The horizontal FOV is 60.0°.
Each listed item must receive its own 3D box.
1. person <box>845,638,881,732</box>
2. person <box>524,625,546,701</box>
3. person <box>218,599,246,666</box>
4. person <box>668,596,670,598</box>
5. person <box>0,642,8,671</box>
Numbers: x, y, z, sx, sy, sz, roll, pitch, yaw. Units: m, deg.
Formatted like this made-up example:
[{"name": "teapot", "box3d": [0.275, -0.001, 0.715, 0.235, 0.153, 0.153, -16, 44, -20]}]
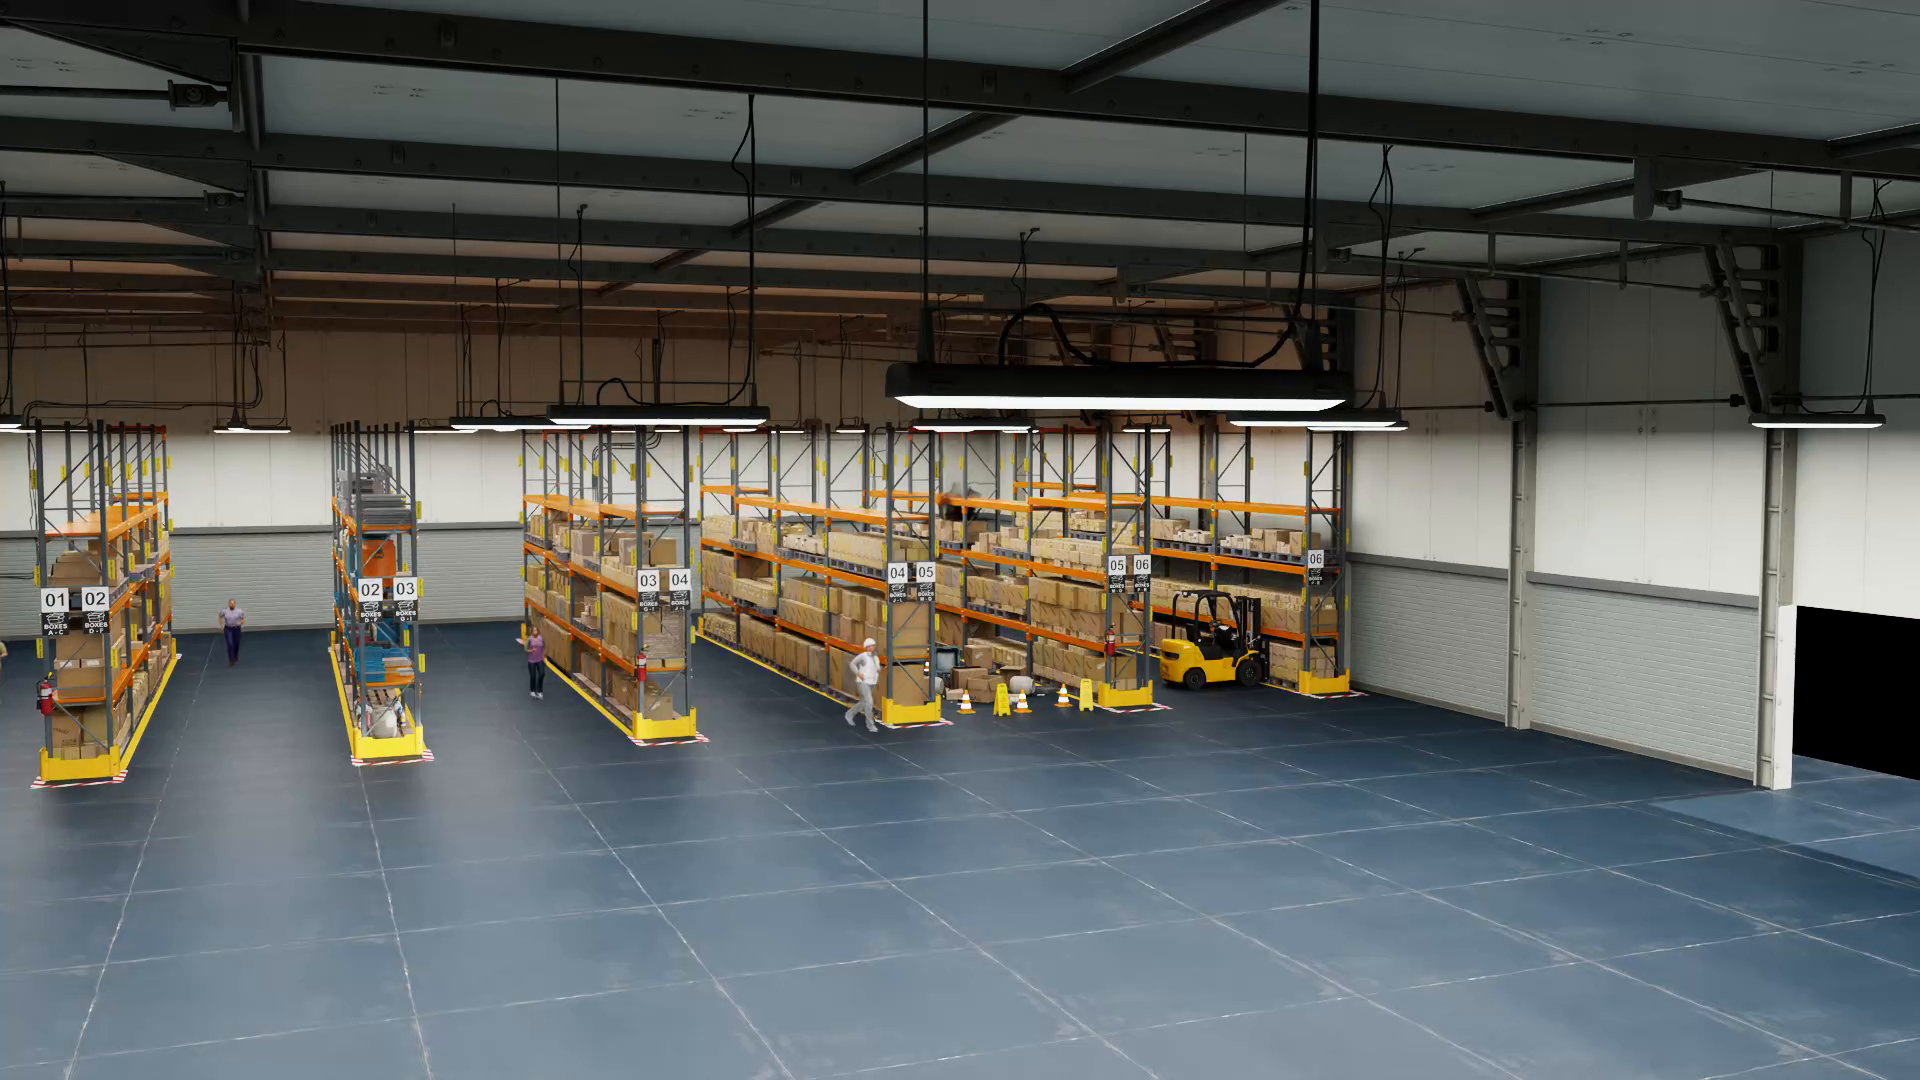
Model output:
[{"name": "person", "box3d": [-1.823, 2.815, 32.585, 0.892, 1.786, 0.660, 3, 4, 35]}, {"name": "person", "box3d": [-9.200, 2.671, 36.093, 0.514, 1.631, 0.653, -2, 4, -25]}, {"name": "person", "box3d": [-18.225, 2.296, 41.635, 0.607, 1.650, 0.827, -2, 4, -30]}, {"name": "person", "box3d": [-8.257, 1.848, 48.442, 0.824, 1.684, 0.604, -3, 5, -44]}, {"name": "person", "box3d": [-20.342, 2.713, 34.930, 0.599, 1.694, 0.817, -2, 4, -29]}]
